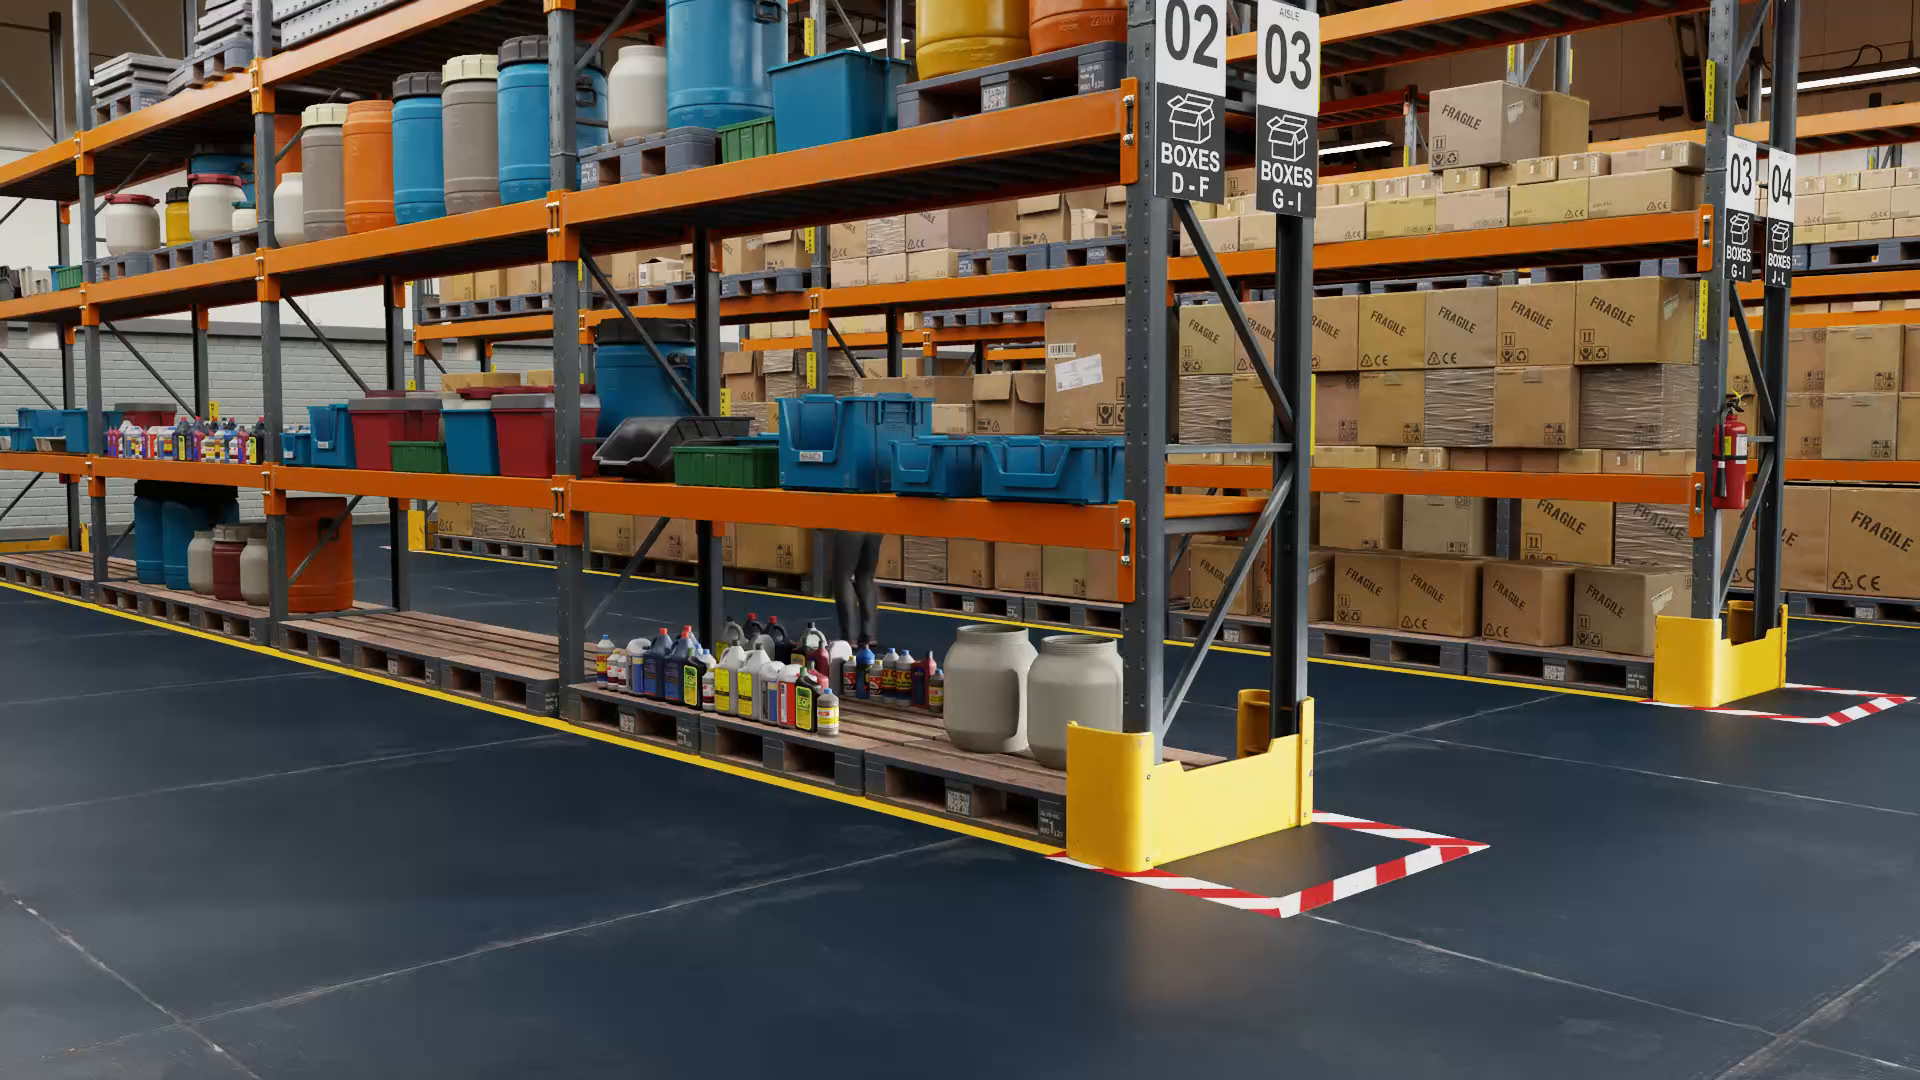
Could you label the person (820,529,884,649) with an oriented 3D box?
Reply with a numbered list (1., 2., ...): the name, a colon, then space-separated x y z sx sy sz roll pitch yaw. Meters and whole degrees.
1. person: -0.798 -0.055 11.923 0.445 1.656 0.496 -4 6 -44
